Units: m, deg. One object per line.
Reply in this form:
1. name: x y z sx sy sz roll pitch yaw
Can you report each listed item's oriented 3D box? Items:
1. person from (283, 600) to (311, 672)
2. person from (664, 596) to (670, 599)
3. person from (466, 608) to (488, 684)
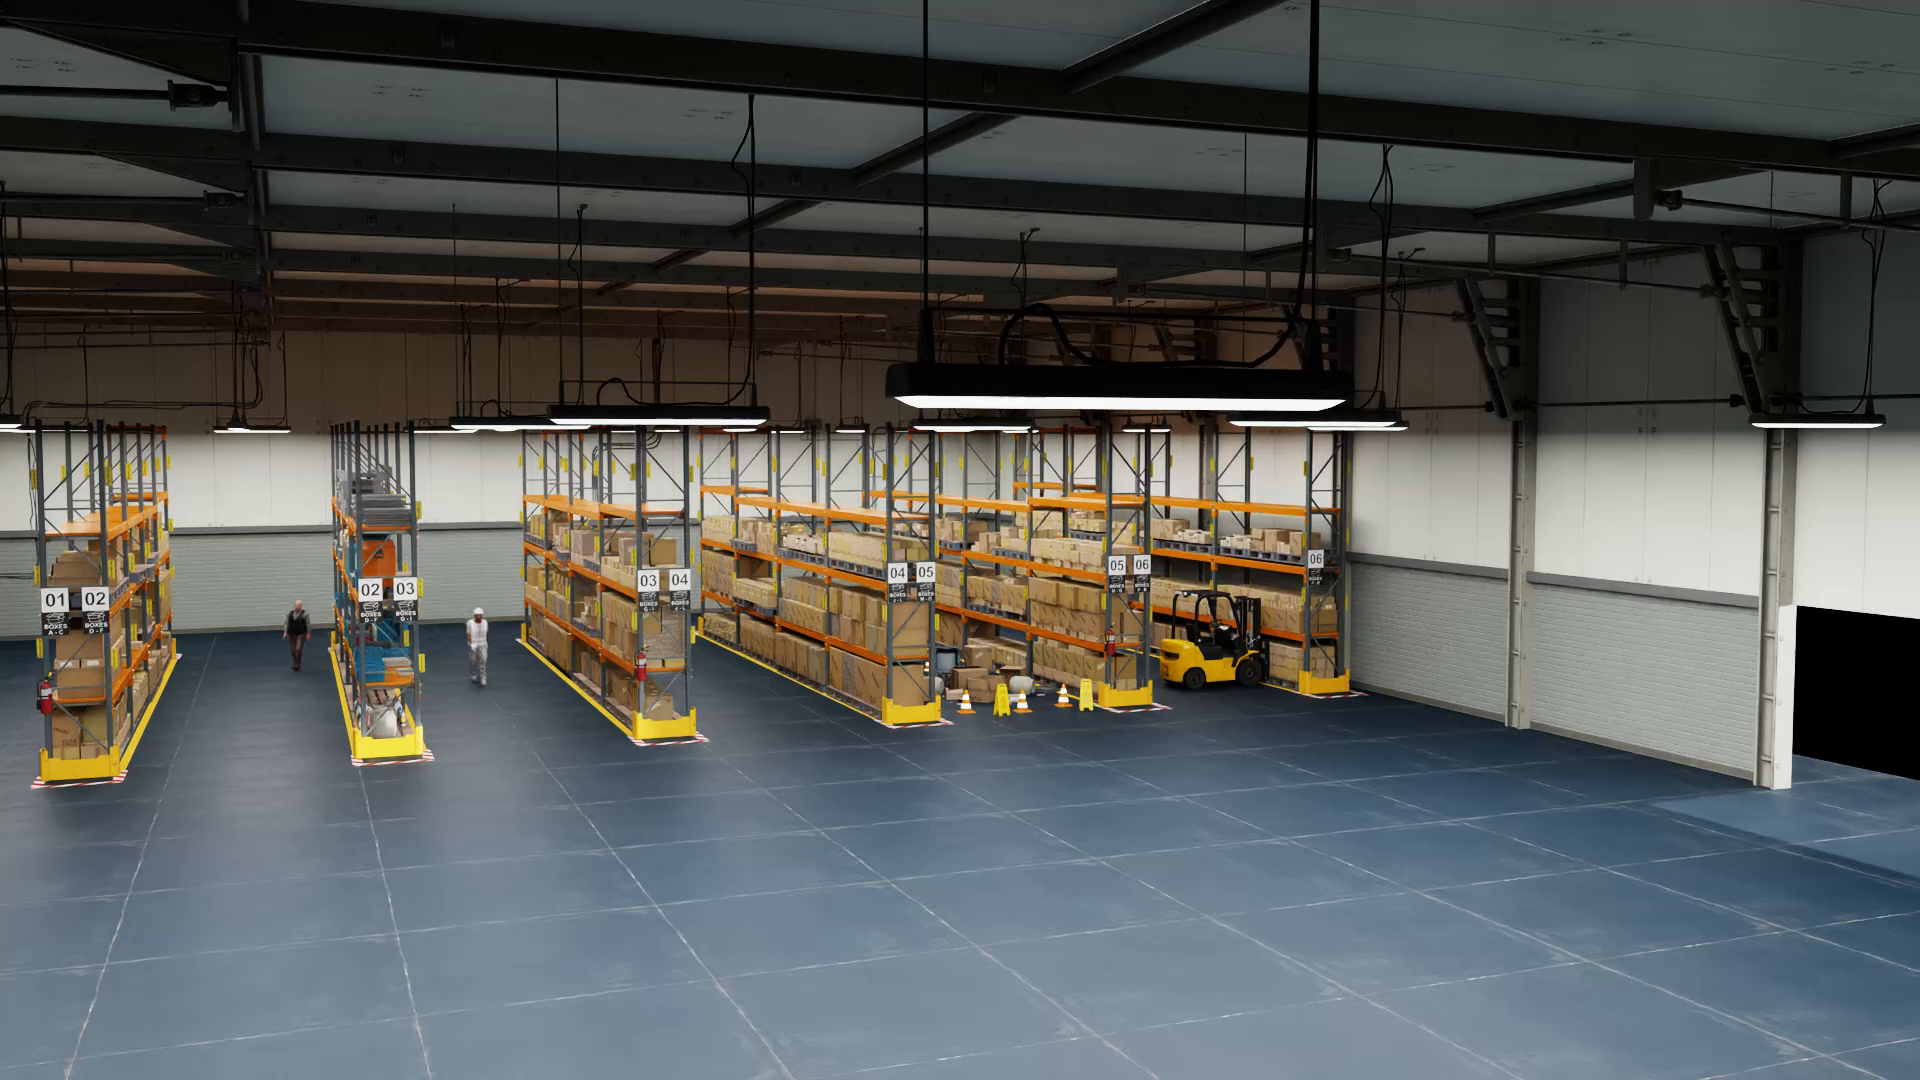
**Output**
1. person: -16.219 2.364 40.629 0.578 1.775 0.662 0 4 2
2. person: -8.382 1.926 47.633 0.531 1.603 1.064 -1 4 -18
3. person: -11.140 2.439 38.483 0.545 1.732 0.963 -2 4 -30
